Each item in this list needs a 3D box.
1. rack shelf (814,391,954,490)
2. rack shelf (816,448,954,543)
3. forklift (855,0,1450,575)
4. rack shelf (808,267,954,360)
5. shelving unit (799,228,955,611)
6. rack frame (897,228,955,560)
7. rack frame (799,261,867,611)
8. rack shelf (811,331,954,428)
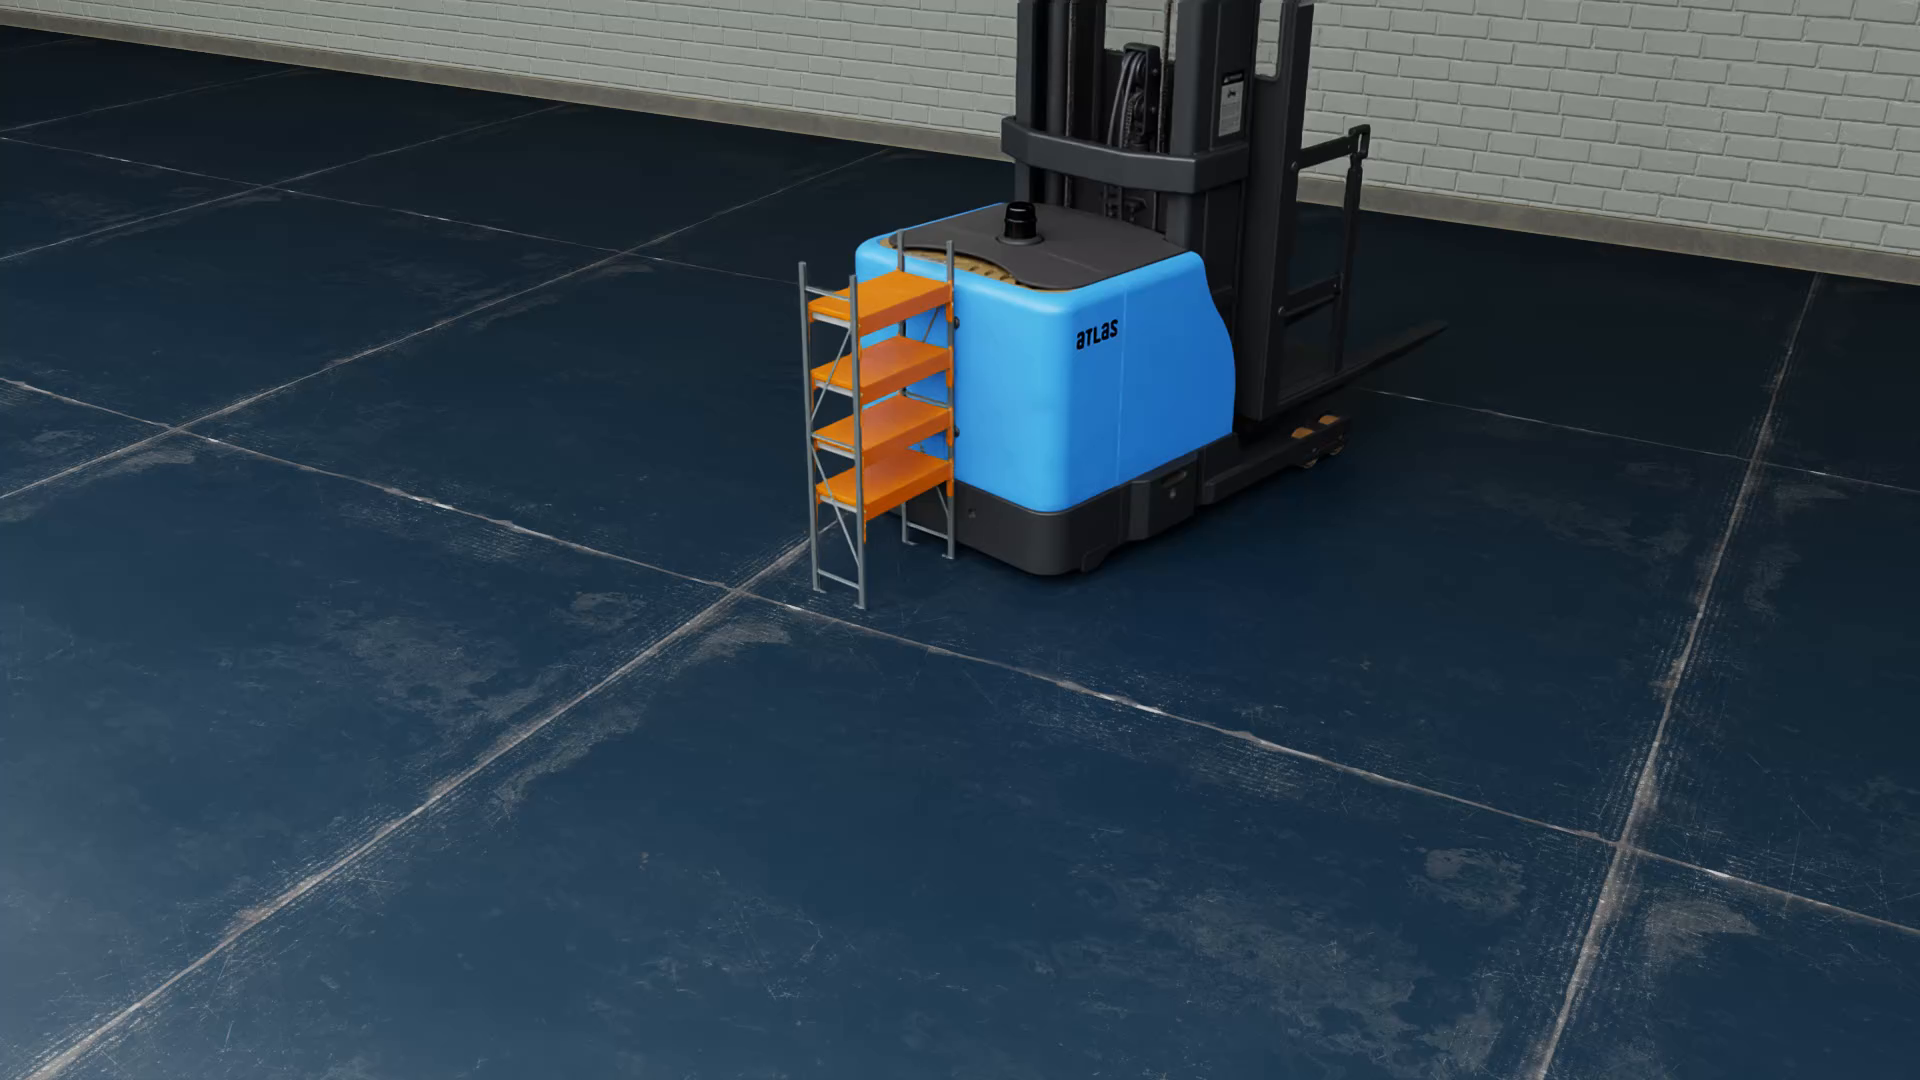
[{"bbox_3d":[-0.270,-0.352,5.762,0.258,0.148,0.480,20,33,34],"label":"rack shelf"},{"bbox_3d":[-0.270,-0.174,5.851,0.258,0.148,0.480,20,33,34],"label":"rack shelf"},{"bbox_3d":[0.996,-1.749,6.470,1.130,2.935,3.031,24,35,39],"label":"forklift"},{"bbox_3d":[-0.270,-0.763,5.556,0.258,0.148,0.480,20,33,34],"label":"rack shelf"},{"bbox_3d":[-0.270,-0.412,5.732,0.258,1.200,0.503,20,33,34],"label":"shelving unit"},{"bbox_3d":[-0.117,-0.497,5.903,0.240,1.200,0.015,20,33,34],"label":"rack frame"},{"bbox_3d":[-0.422,-0.326,5.562,0.240,1.200,0.015,20,33,34],"label":"rack frame"},{"bbox_3d":[-0.270,-0.552,5.662,0.258,0.148,0.480,20,33,34],"label":"rack shelf"}]
